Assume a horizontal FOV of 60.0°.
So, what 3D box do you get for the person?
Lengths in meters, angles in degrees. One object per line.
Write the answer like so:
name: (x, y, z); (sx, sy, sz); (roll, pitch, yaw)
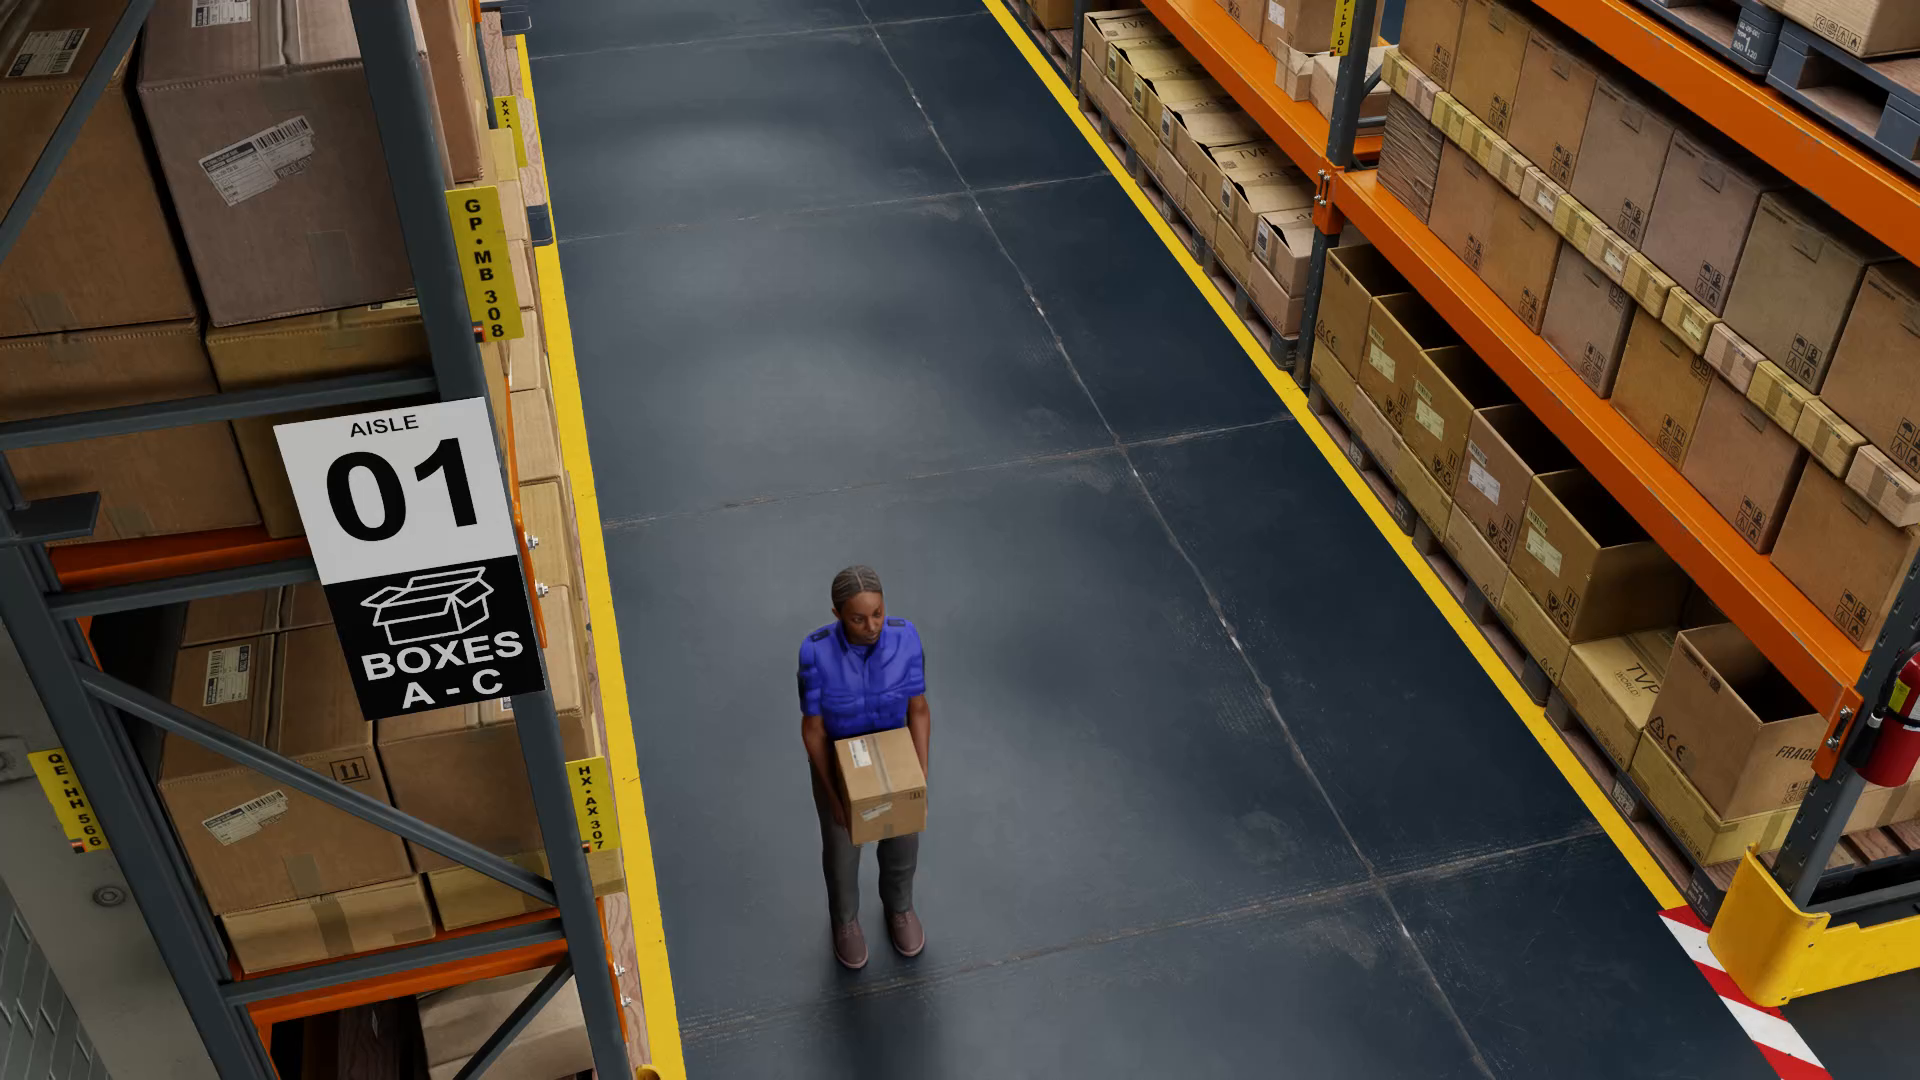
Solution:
person: (-0.304, 0.824, 5.685); (0.441, 1.656, 0.501); (-10, 39, -12)
